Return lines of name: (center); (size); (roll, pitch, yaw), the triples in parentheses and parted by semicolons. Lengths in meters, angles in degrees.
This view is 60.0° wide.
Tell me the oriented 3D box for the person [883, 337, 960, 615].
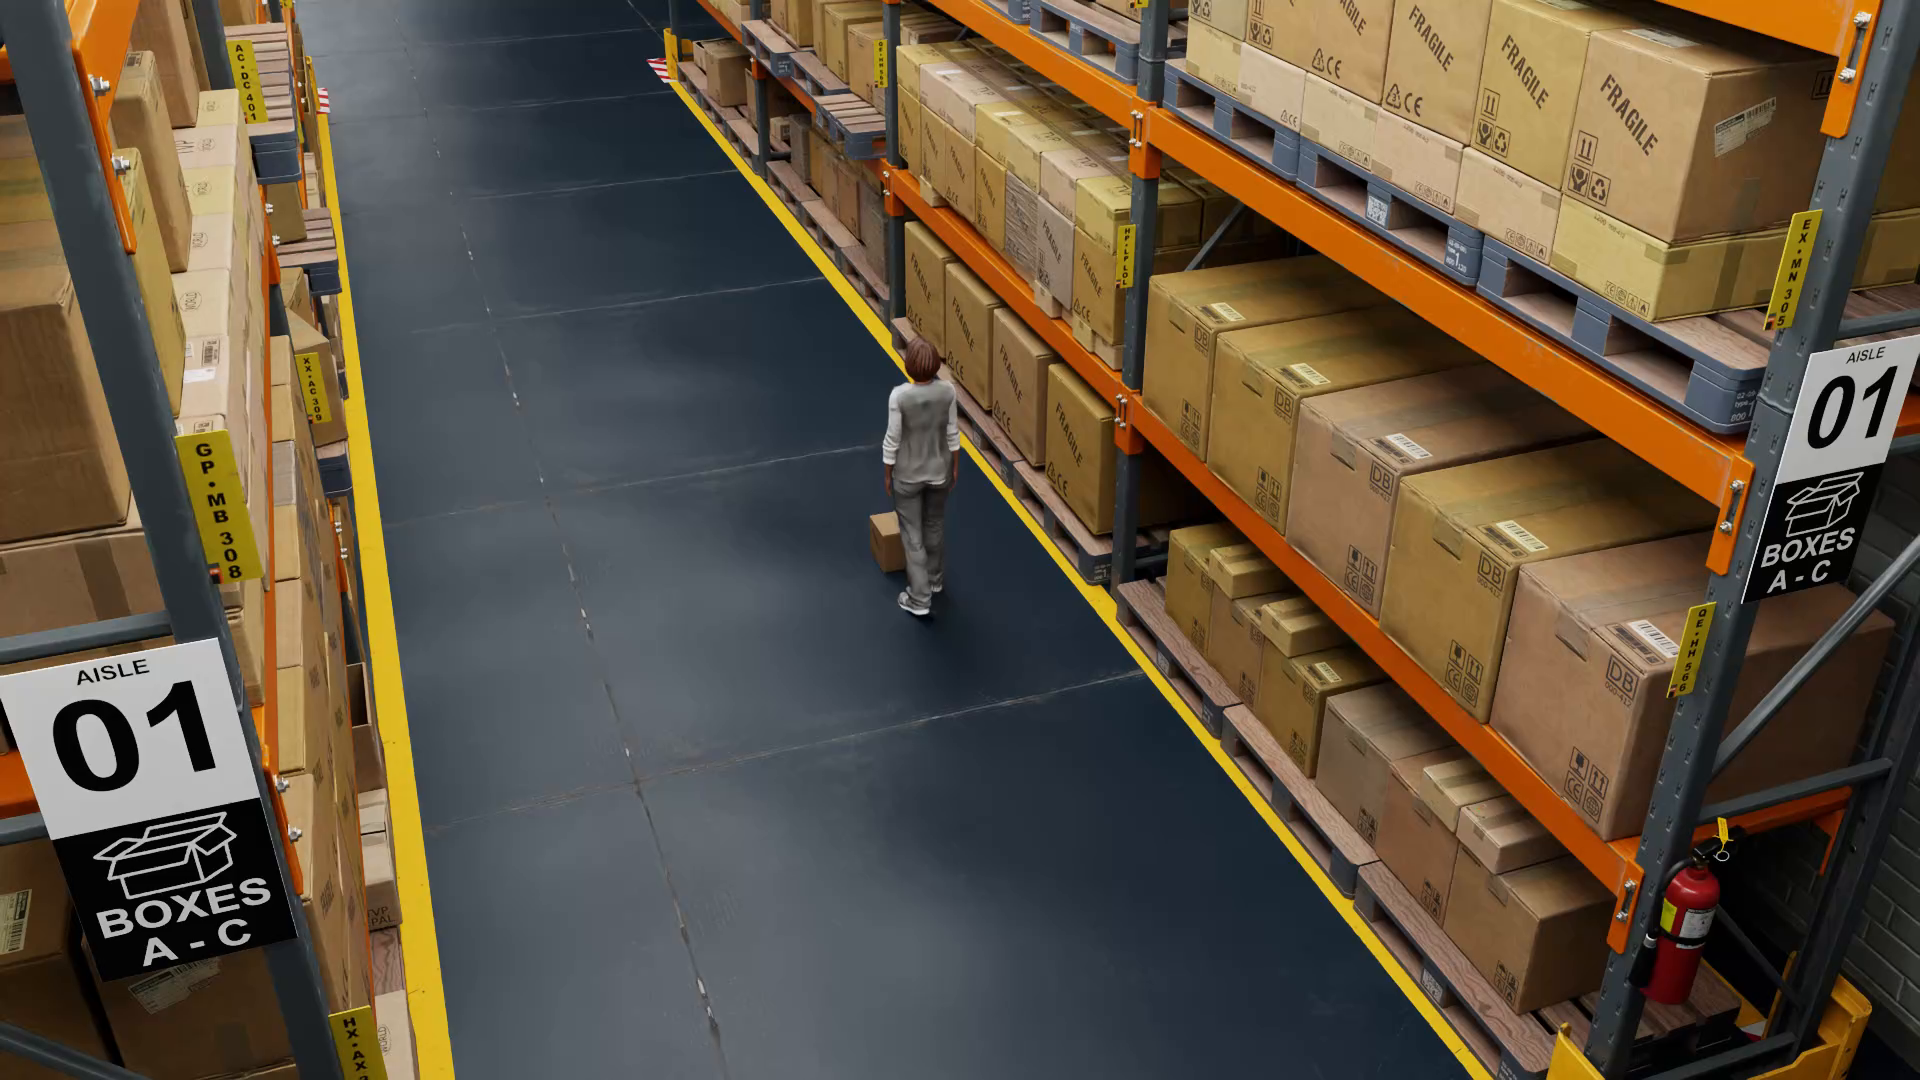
person: (-0.222, -0.365, 8.982); (0.423, 1.608, 0.503); (-10, 32, -16)
